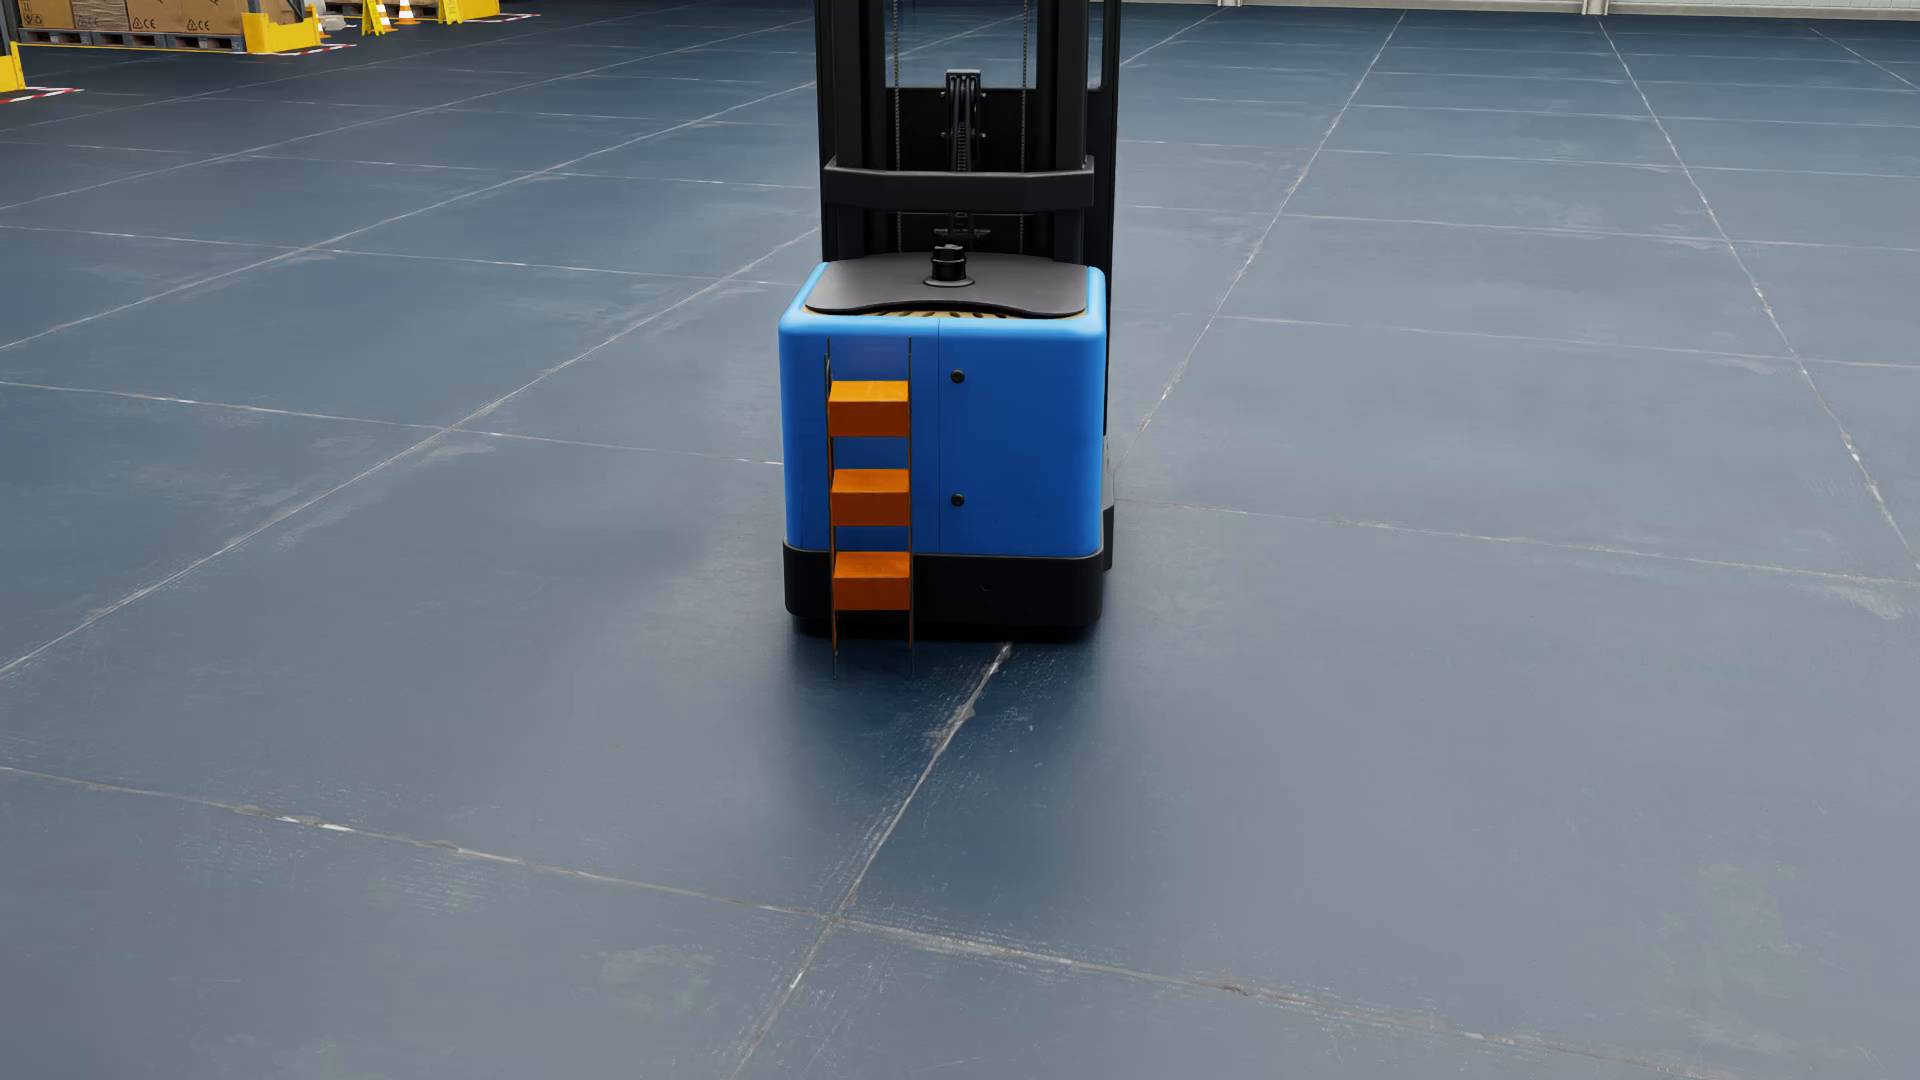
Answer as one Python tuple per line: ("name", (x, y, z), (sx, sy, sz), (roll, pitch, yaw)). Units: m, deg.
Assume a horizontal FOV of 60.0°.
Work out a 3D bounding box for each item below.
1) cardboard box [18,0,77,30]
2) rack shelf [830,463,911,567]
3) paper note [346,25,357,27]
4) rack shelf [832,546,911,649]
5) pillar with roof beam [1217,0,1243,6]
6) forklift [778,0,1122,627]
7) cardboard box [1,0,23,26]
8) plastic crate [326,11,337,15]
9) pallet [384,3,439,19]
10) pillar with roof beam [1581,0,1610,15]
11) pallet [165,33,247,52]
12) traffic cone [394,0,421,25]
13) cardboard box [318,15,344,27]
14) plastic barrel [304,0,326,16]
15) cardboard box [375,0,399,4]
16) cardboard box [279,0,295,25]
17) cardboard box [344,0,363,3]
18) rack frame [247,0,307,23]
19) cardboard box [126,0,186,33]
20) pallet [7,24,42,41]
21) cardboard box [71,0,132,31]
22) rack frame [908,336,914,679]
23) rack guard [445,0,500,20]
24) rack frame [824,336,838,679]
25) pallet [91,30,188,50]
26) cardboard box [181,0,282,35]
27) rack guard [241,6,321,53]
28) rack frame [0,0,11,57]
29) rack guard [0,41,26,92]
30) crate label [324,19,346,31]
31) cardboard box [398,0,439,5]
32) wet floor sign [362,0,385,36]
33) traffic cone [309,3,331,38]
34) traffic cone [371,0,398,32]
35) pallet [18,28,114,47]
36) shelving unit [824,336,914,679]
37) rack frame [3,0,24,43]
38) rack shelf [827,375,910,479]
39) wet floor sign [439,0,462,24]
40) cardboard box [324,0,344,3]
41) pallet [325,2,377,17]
("cardboard box", (-12.379, -7.576, 23.034), (0.875, 0.875, 0.875), (7, 23, 16))
("rack shelf", (-0.272, -0.079, 5.105), (0.240, 0.259, 0.215), (0, 22, -1))
("paper note", (-9.279, -7.837, 25.336), (0.142, 0.019, 0.148), (-1, 22, -3))
("rack shelf", (-0.273, 0.179, 5.210), (0.240, 0.259, 0.215), (0, 22, -1))
("pillar with roof beam", (3.470, -11.934, 23.506), (0.400, 9.000, 9.100), (7, 23, 16))
("forklift", (0.046, -1.592, 6.290), (1.130, 2.935, 3.031), (2, 22, 4))
("cardboard box", (-13.581, -7.648, 23.374), (0.750, 0.750, 1.050), (6, 23, 15))
("plastic crate", (-10.362, -8.448, 26.760), (0.583, 0.080, 0.402), (-1, 22, -3))
("pallet", (-8.639, -8.651, 27.081), (1.213, 0.211, 1.003), (7, 23, 16))
("pillar with roof beam", (9.215, -11.276, 21.903), (0.400, 9.000, 9.100), (7, 23, 16))
("pallet", (-9.920, -6.790, 22.545), (1.213, 0.211, 1.003), (7, 23, 15))
("traffic cone", (-8.583, -8.235, 25.737), (0.334, 0.463, 0.336), (7, 23, 16))
("cardboard box", (-9.636, -7.921, 25.385), (0.380, 0.149, 0.250), (-20, 29, -39))
("plastic barrel", (-10.213, -8.315, 25.983), (0.512, 0.421, 0.421), (-14, 26, -30))
("cardboard box", (-9.144, -8.803, 26.848), (0.500, 0.250, 0.500), (7, 23, 16))
("cardboard box", (-10.211, -7.948, 24.984), (0.637, 0.503, 0.797), (-9, 24, -21))
("cardboard box", (-9.646, -8.858, 26.983), (0.500, 0.250, 0.500), (6, 23, 14))
("rack frame", (-9.132, -8.021, 21.872), (0.127, 3.000, 1.000), (7, 23, 16))
("cardboard box", (-10.643, -7.378, 22.551), (0.875, 0.875, 0.875), (6, 23, 15))
("pallet", (-13.722, -7.226, 23.609), (1.213, 0.211, 1.003), (7, 23, 16))
("cardboard box", (-11.515, -7.479, 22.796), (0.875, 0.875, 0.875), (7, 23, 16))
("rack frame", (-0.150, -0.089, 5.104), (0.008, 1.050, 0.200), (0, 22, -1))
("rack guard", (-7.871, -8.682, 26.778), (0.348, 0.500, 1.175), (7, 23, 16))
("rack frame", (-0.394, -0.088, 5.098), (0.008, 1.050, 0.200), (0, 22, -1))
("pallet", (-11.084, -6.924, 22.873), (1.213, 0.211, 1.003), (7, 23, 15))
("cardboard box", (-9.800, -7.283, 22.318), (0.875, 0.875, 0.875), (7, 23, 16))
("rack guard", (-9.109, -6.862, 22.339), (0.348, 0.500, 1.175), (7, 23, 16))
("rack frame", (-10.661, -6.230, 17.505), (0.127, 3.000, 1.000), (7, 23, 16))
("rack guard", (-10.734, -5.082, 18.000), (0.348, 0.500, 1.175), (7, 23, 16))
("crate label", (-9.349, -7.708, 24.880), (0.298, 0.136, 0.250), (-5, 23, -12))
("cardboard box", (-8.673, -8.746, 26.709), (0.500, 0.250, 0.500), (6, 23, 15))
("wet floor sign", (-8.532, -7.648, 24.064), (0.232, 0.644, 0.267), (3, 22, 6))
("traffic cone", (-9.230, -7.421, 23.753), (0.334, 0.463, 0.336), (7, 23, 16))
("traffic cone", (-8.578, -7.795, 24.663), (0.334, 0.463, 0.336), (7, 23, 16))
("pallet", (-12.256, -7.057, 23.197), (1.213, 0.211, 1.003), (7, 23, 15))
("shelving unit", (-0.272, -0.088, 5.101), (0.252, 1.050, 0.215), (0, 22, -1))
("rack frame", (-12.961, -8.459, 22.940), (0.127, 3.000, 1.000), (7, 23, 16))
("rack shelf", (-0.271, -0.341, 4.997), (0.240, 0.259, 0.215), (0, 22, -1))
("wet floor sign", (-7.926, -8.332, 25.731), (0.232, 0.644, 0.267), (16, 27, 34))
("cardboard box", (-10.118, -8.917, 27.125), (0.500, 0.250, 0.500), (6, 23, 15))
("pallet", (-9.803, -8.785, 27.409), (1.213, 0.211, 1.003), (7, 23, 16))
